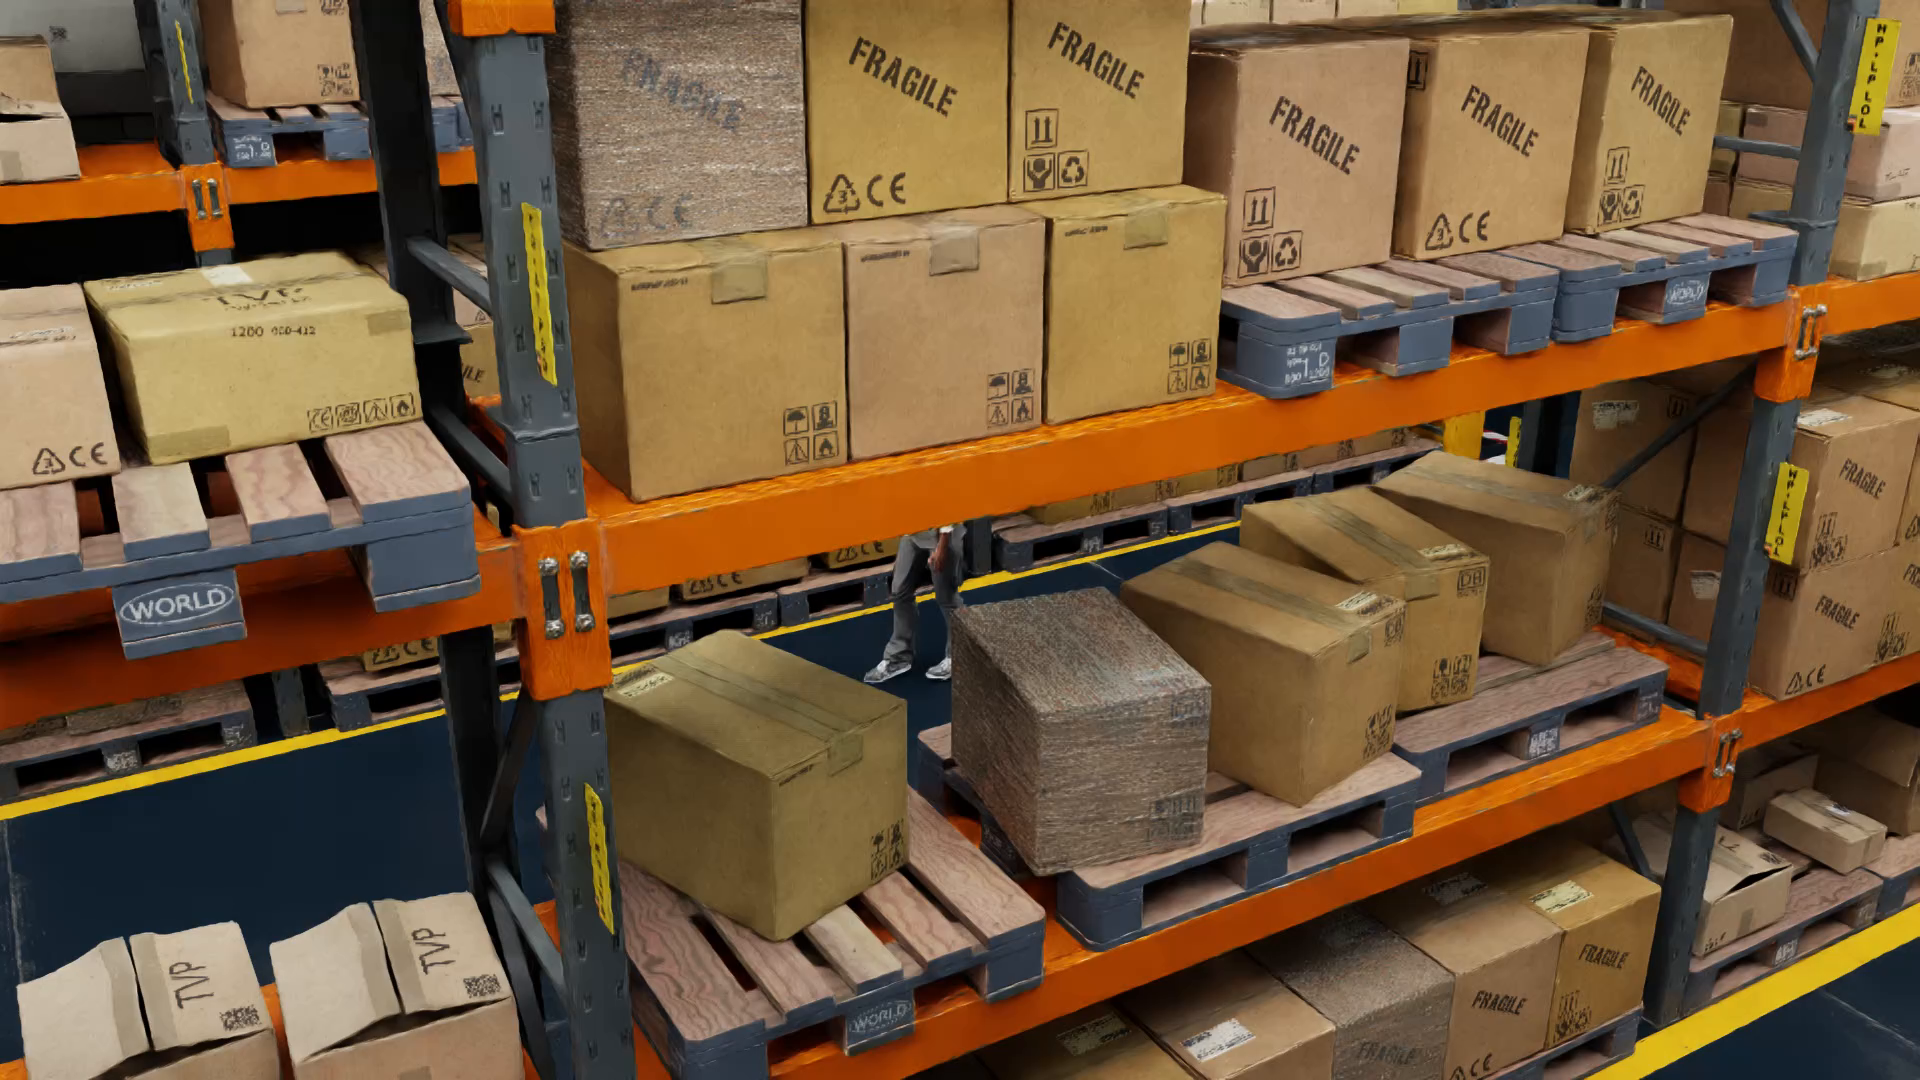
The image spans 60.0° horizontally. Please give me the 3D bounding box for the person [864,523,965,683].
[{"bbox_3d":[-0.181,0.017,8.576,0.563,1.595,0.420,-14,26,-31],"label":"person"}]
